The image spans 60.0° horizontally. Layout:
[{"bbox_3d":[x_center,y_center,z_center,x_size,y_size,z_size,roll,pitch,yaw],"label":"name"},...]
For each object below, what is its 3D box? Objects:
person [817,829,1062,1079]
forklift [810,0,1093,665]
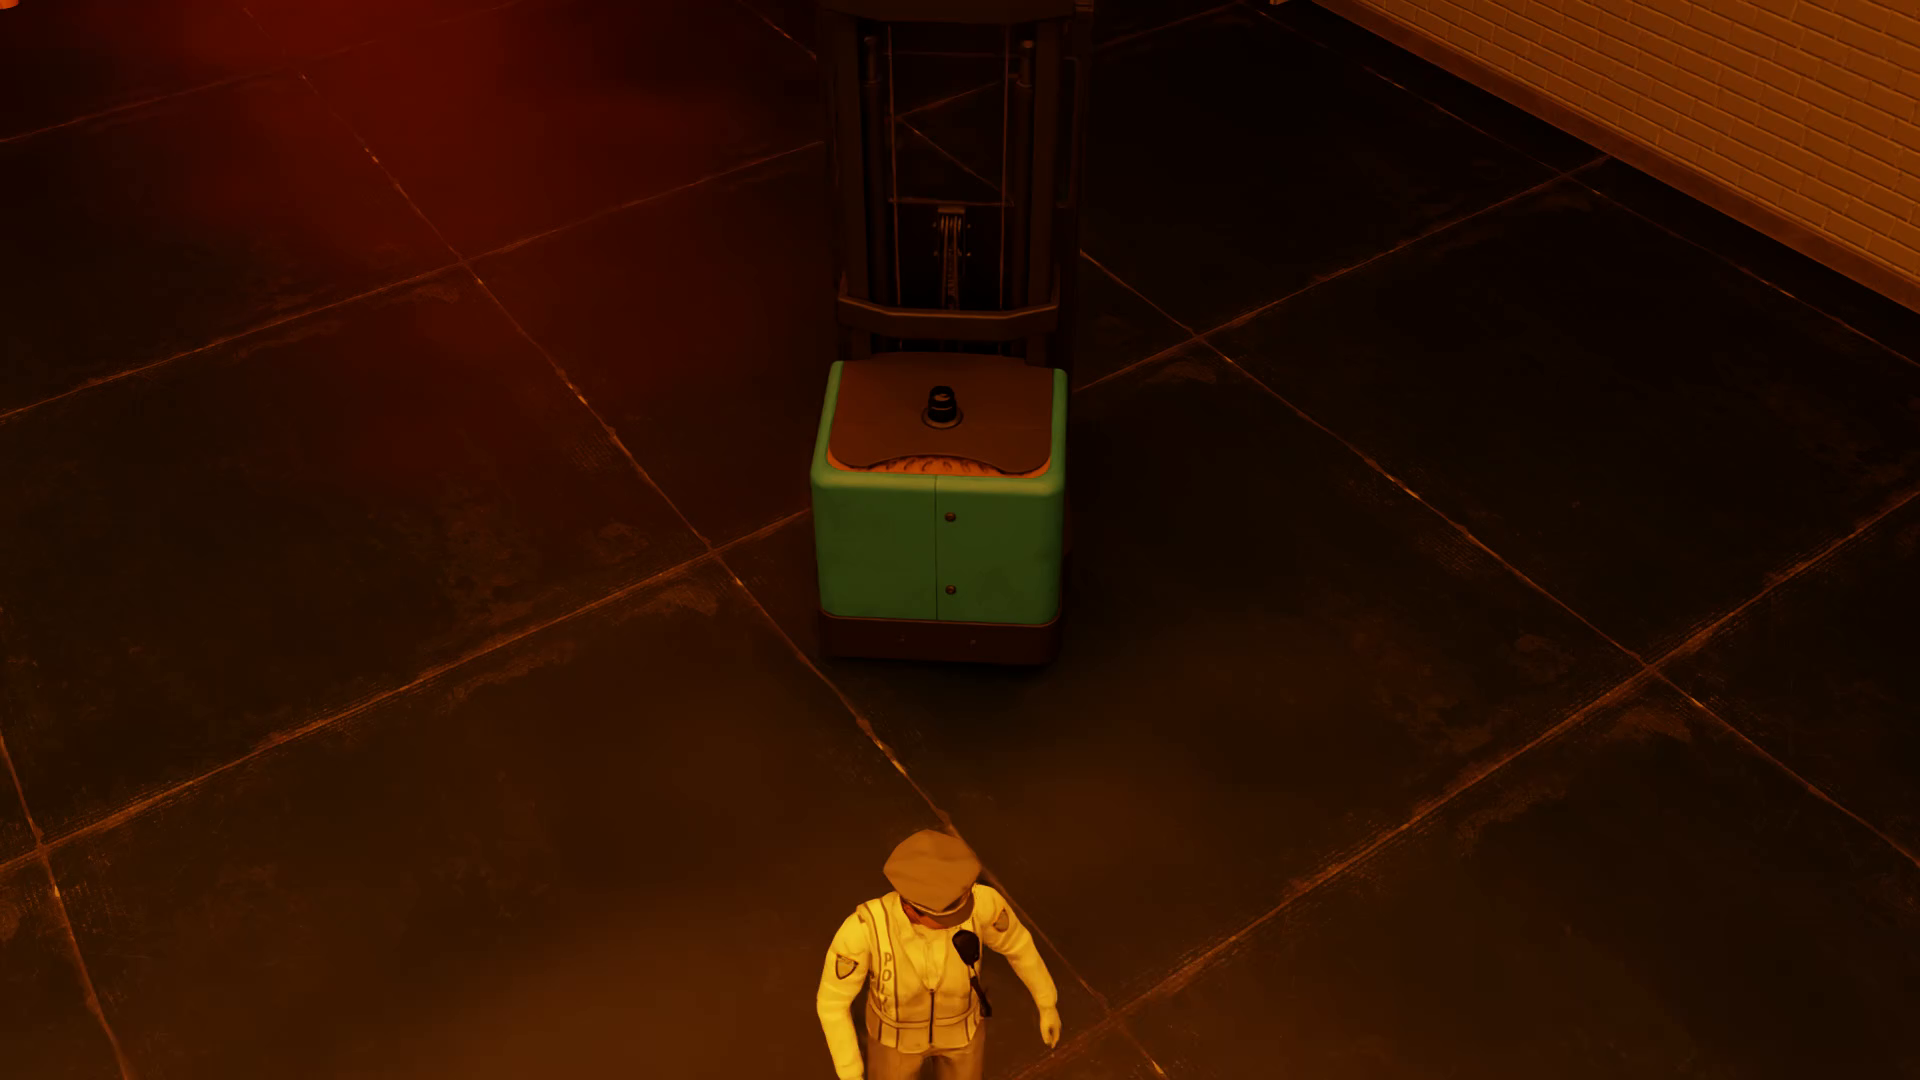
[{"bbox_3d":[-0.054,1.512,5.039,0.732,1.646,0.430,-5,43,-6],"label":"person"},{"bbox_3d":[-0.006,-1.524,7.369,1.130,2.935,3.031,2,43,3],"label":"forklift"}]
